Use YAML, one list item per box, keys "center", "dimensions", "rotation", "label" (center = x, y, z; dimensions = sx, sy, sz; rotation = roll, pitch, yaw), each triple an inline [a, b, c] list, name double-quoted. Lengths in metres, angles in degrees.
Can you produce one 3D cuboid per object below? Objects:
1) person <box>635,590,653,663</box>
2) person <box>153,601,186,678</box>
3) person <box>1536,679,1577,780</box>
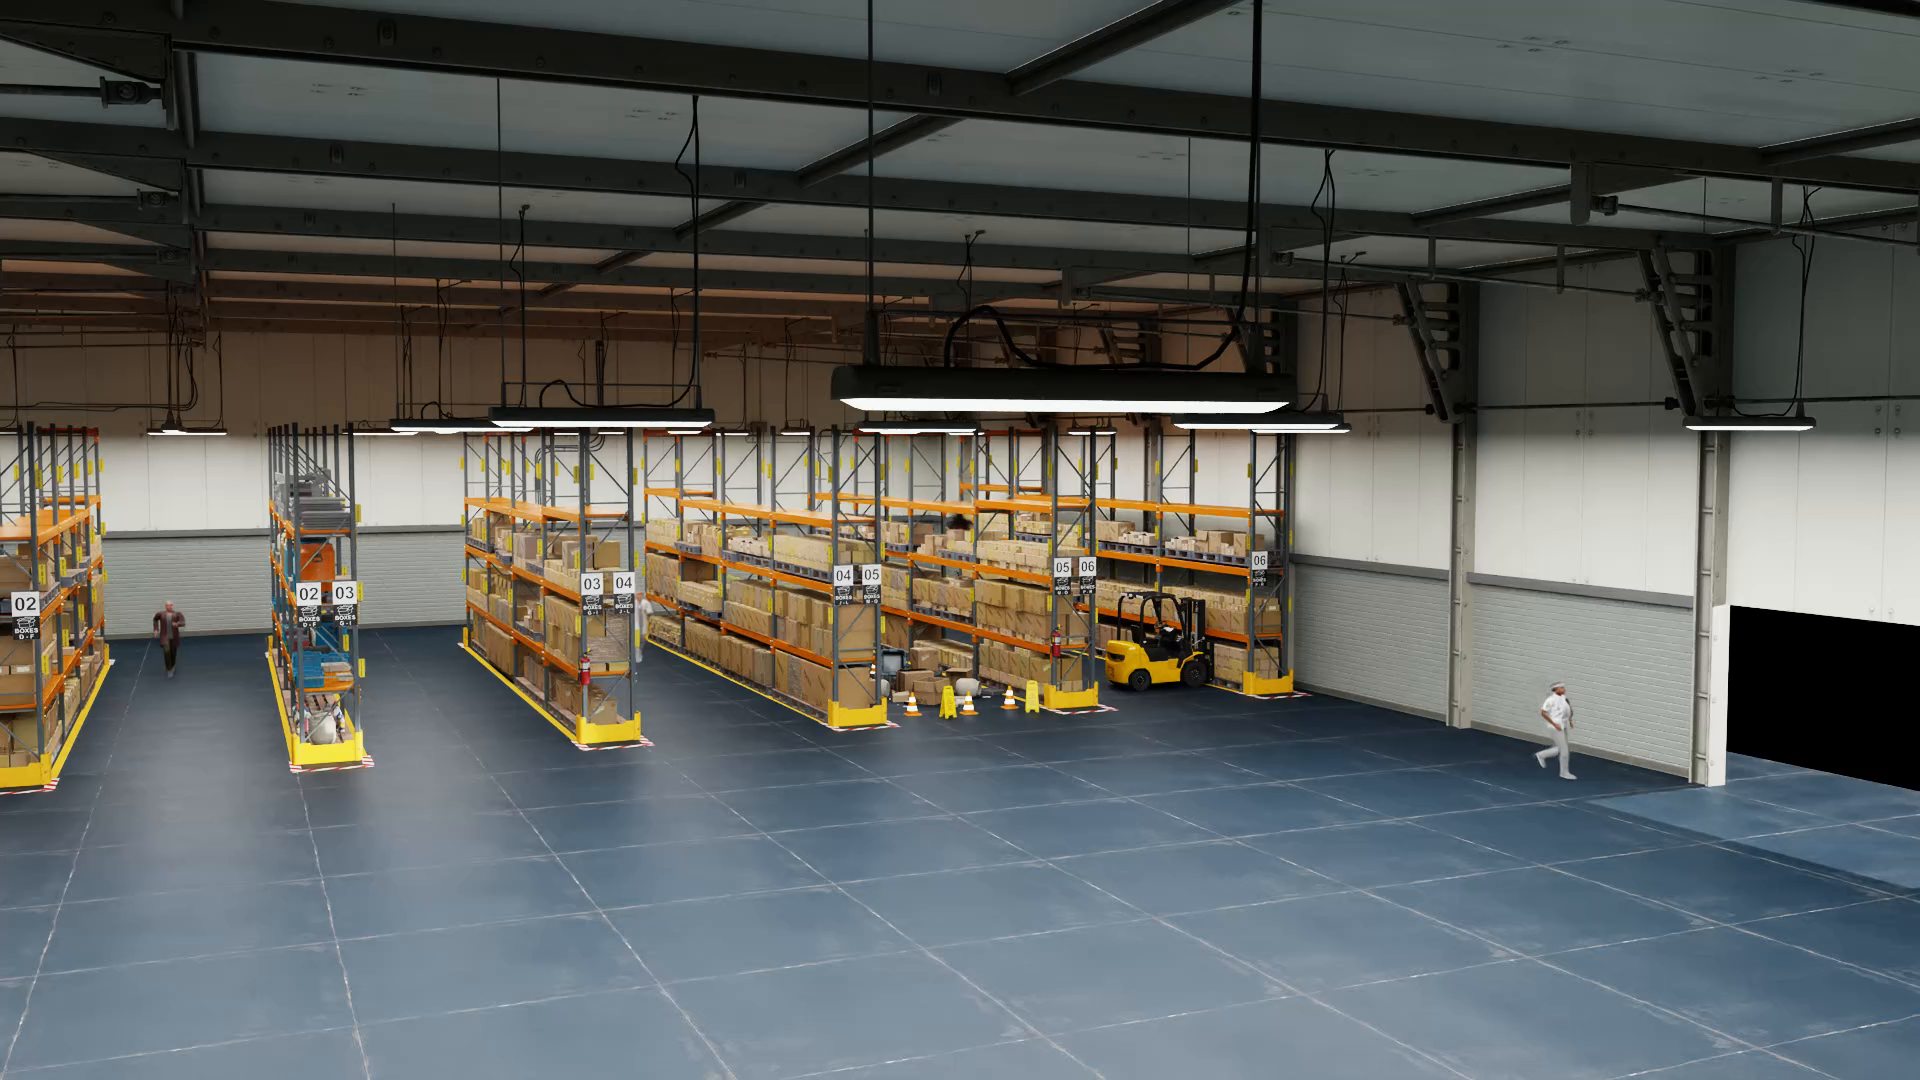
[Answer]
- center: [-8.272, 2.205, 42.879]
  dimensions: [0.676, 1.832, 0.905]
  rotation: [-2, 4, -27]
  label: "person"
- center: [-19.047, 2.360, 40.091]
  dimensions: [0.672, 1.811, 1.003]
  rotation: [-2, 4, -31]
  label: "person"
- center: [10.068, 3.169, 28.079]
  dimensions: [0.594, 1.673, 0.758]
  rotation: [-3, 5, -41]
  label: "person"
